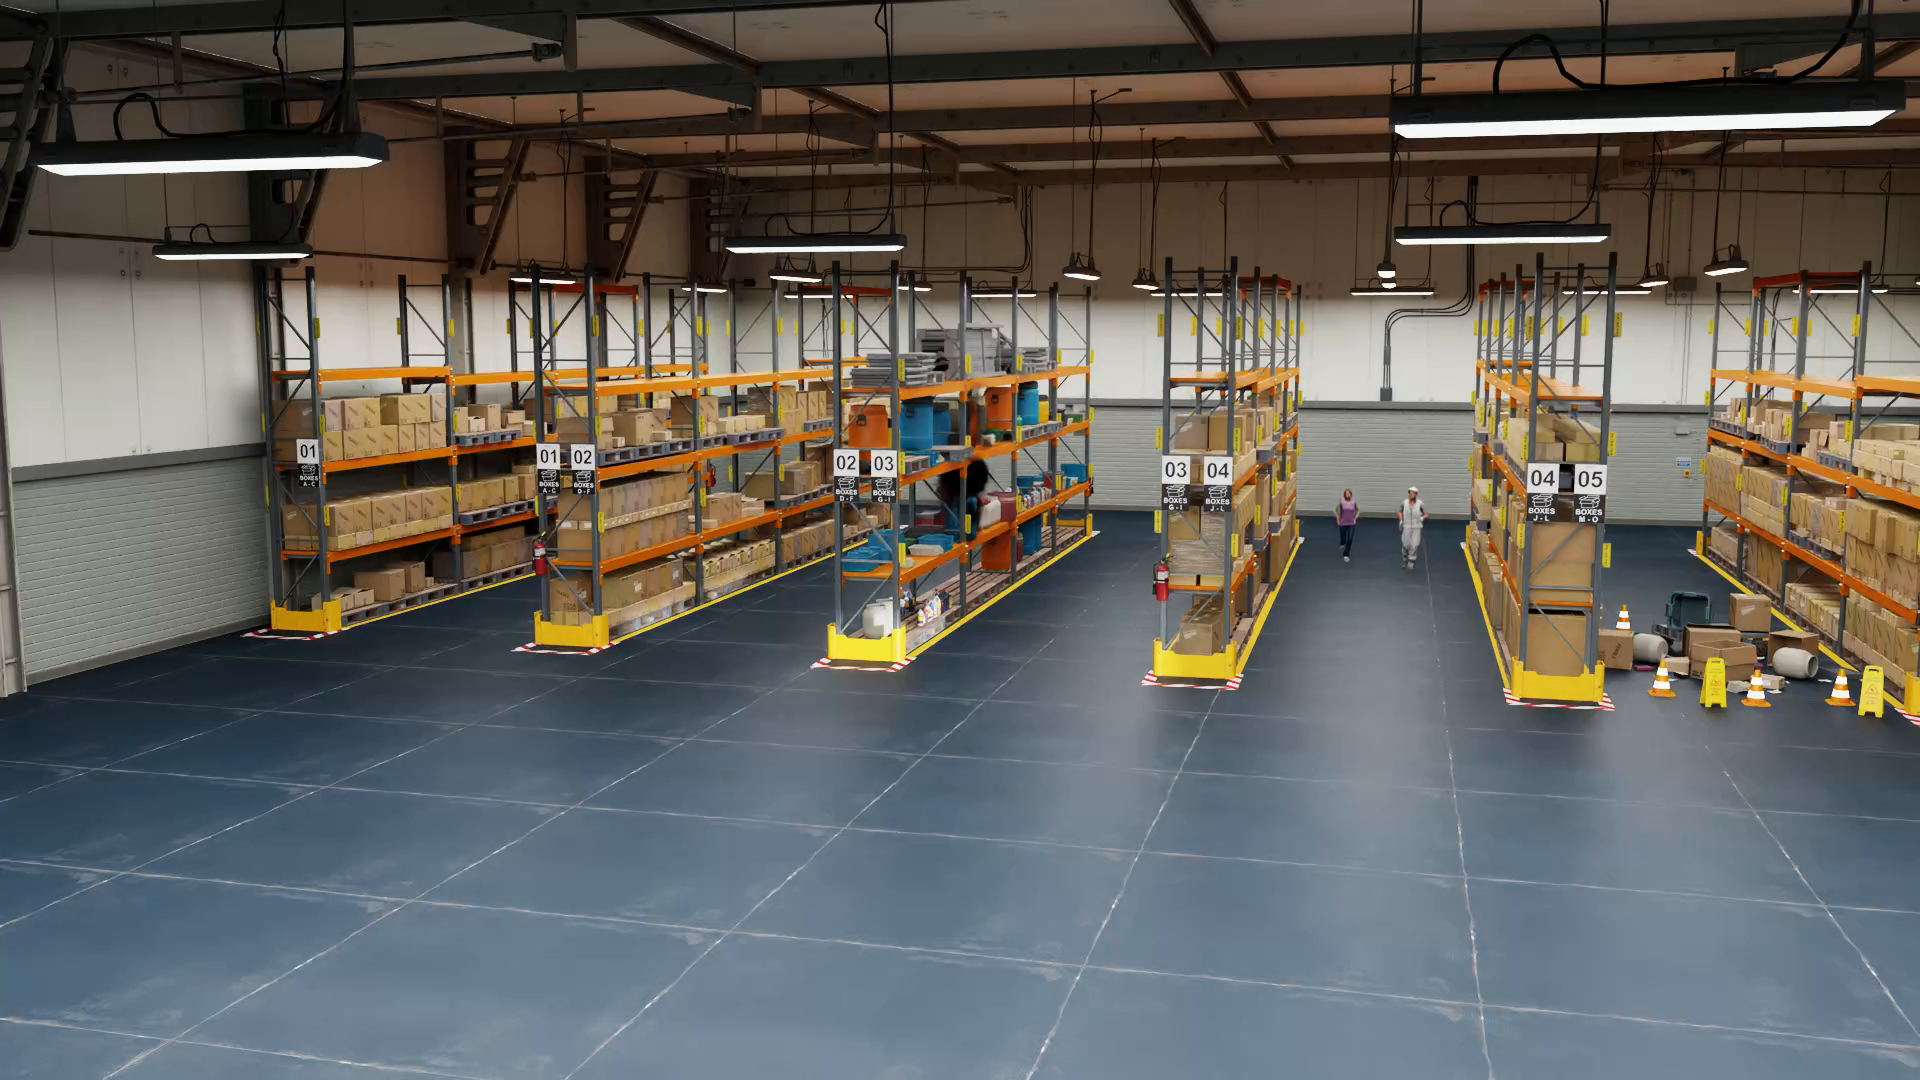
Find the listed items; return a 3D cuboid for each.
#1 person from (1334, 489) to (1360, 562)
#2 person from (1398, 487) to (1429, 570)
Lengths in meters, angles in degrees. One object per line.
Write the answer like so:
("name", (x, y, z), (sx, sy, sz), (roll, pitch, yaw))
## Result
("person", (8.389, -0.328, 36.043), (0.546, 1.562, 0.546), (1, 7, 8))
("person", (9.331, -0.223, 34.308), (0.632, 1.748, 0.601), (3, 8, 20))
